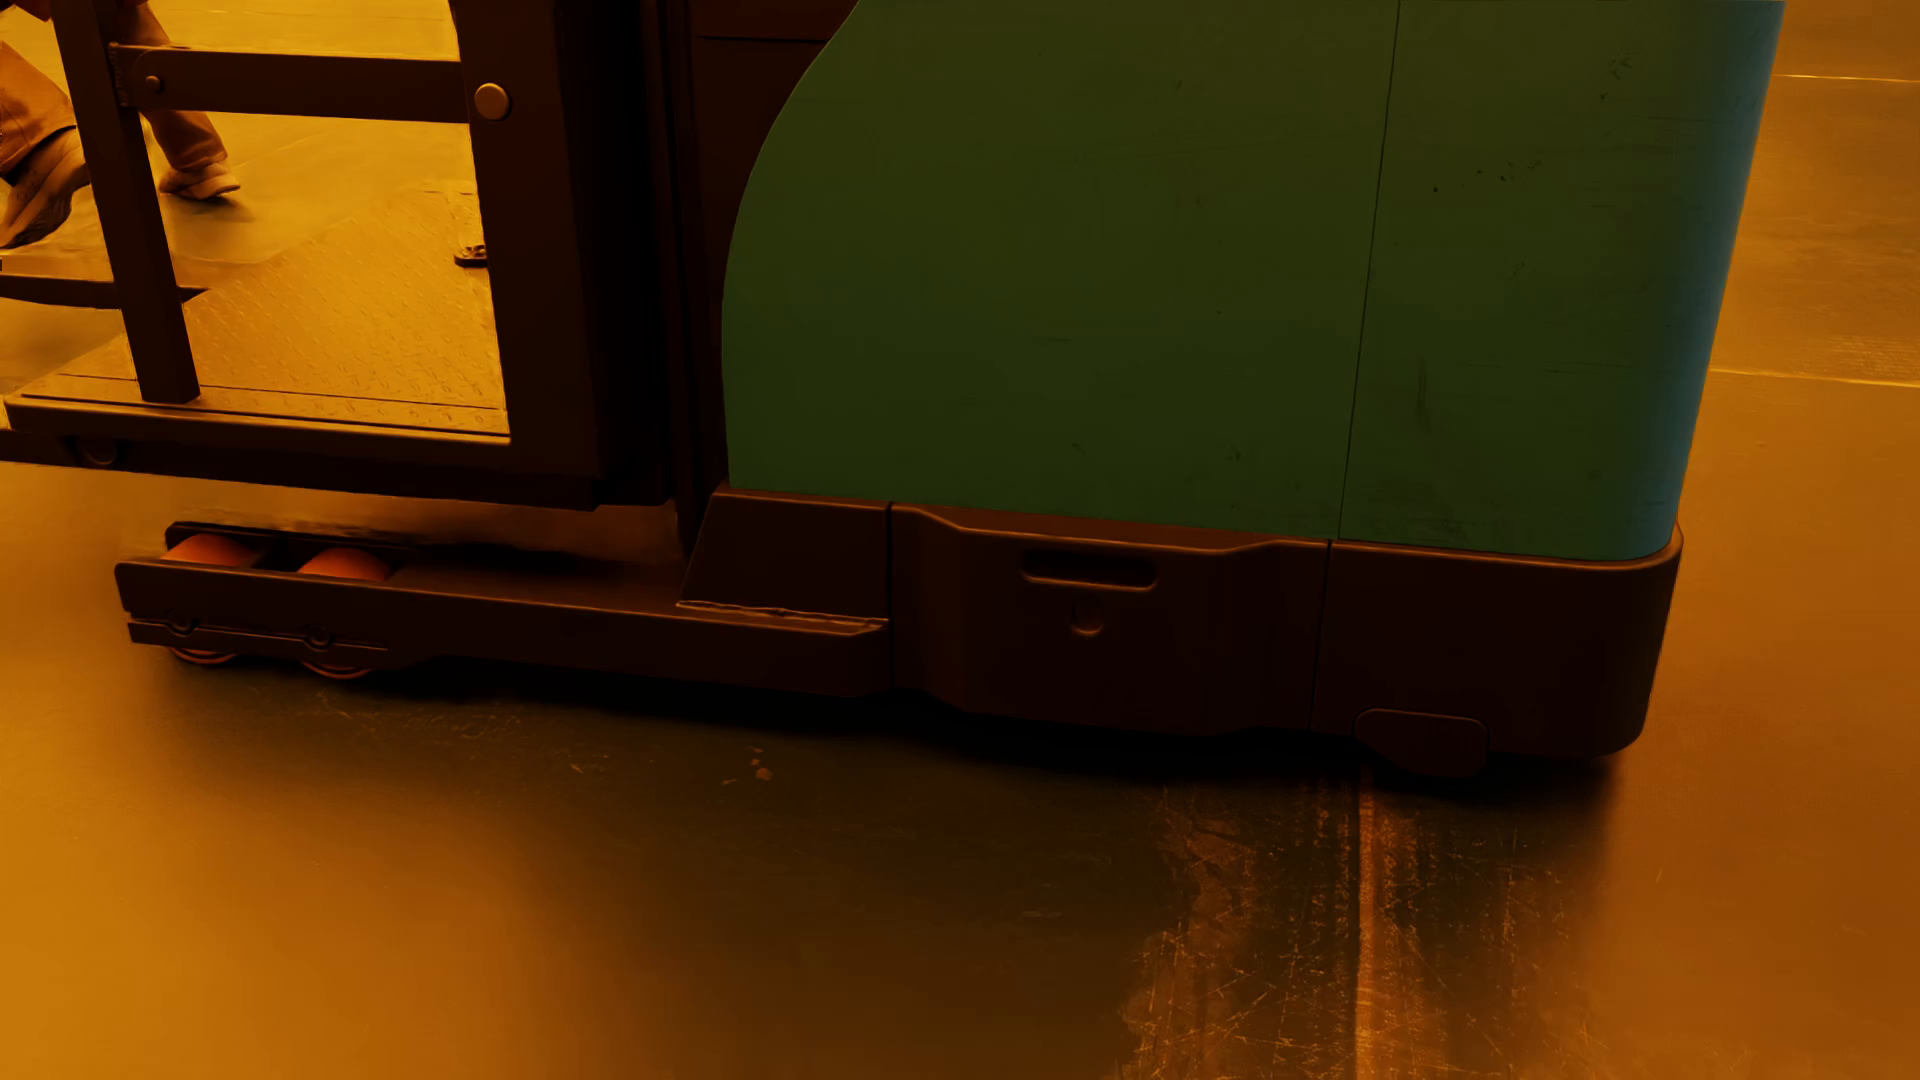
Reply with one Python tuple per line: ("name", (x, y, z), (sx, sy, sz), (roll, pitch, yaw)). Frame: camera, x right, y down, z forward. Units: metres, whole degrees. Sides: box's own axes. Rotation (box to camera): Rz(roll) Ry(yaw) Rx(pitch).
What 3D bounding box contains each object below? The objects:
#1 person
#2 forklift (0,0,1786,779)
("person", (-1.921, -1.473, 3.664), (0.539, 1.671, 1.177), (6, 27, 11))
("forklift", (-0.612, -1.356, 1.934), (3.031, 2.935, 1.130), (5, 27, 10))
